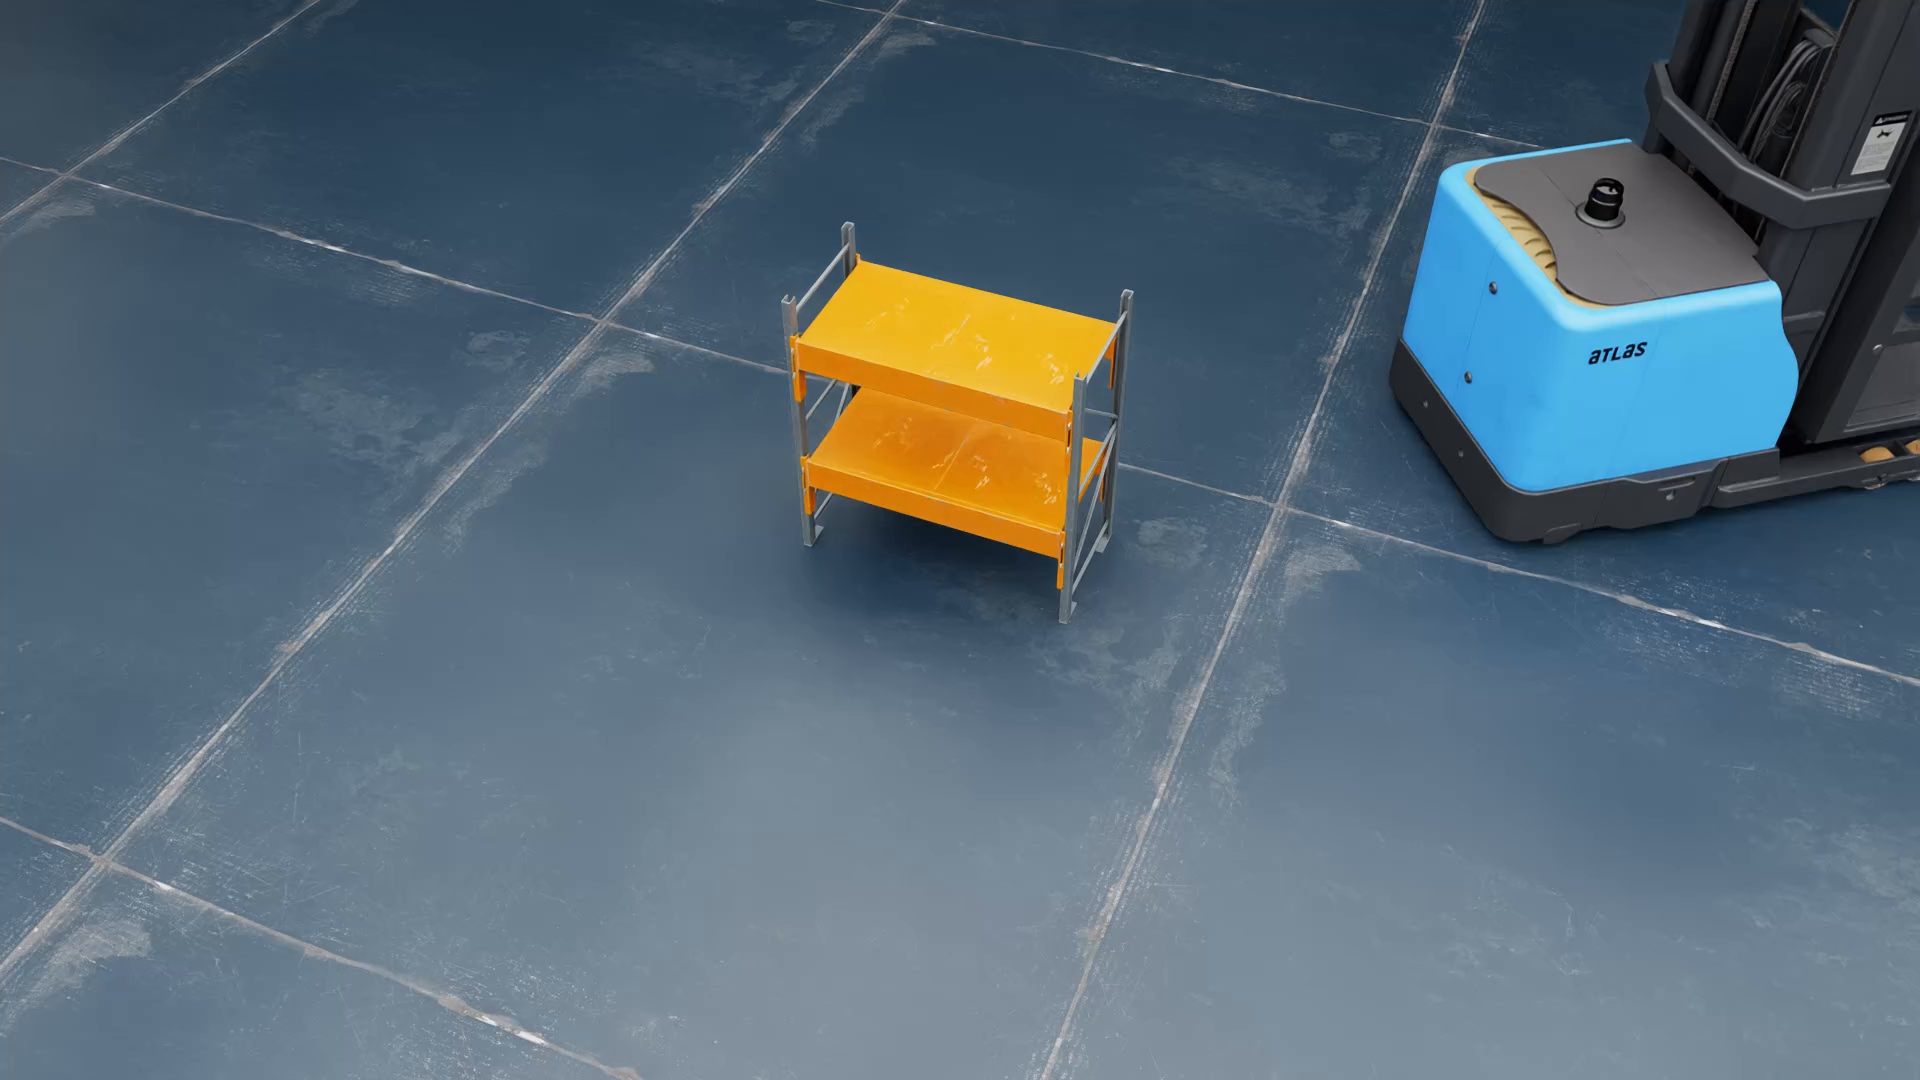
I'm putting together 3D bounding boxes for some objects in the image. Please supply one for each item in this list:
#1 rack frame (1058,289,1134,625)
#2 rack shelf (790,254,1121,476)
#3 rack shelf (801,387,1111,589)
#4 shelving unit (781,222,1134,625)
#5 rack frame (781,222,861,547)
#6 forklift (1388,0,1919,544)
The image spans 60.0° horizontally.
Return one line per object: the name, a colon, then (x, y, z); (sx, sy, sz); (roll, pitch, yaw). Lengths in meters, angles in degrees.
rack frame: (0.463, -0.263, 5.716); (0.032, 1.125, 0.500); (16, 47, 16)
rack shelf: (-0.006, -0.608, 5.649); (1.000, 0.278, 0.538); (16, 47, 16)
rack shelf: (-0.006, -0.227, 6.028); (1.000, 0.278, 0.538); (16, 47, 16)
shelving unit: (-0.006, -0.401, 5.855); (1.048, 1.125, 0.538); (16, 47, 16)
rack frame: (-0.475, -0.539, 5.994); (0.032, 1.125, 0.500); (16, 47, 16)
forklift: (3.324, -1.588, 5.768); (3.031, 2.935, 1.130); (-10, 46, -10)
